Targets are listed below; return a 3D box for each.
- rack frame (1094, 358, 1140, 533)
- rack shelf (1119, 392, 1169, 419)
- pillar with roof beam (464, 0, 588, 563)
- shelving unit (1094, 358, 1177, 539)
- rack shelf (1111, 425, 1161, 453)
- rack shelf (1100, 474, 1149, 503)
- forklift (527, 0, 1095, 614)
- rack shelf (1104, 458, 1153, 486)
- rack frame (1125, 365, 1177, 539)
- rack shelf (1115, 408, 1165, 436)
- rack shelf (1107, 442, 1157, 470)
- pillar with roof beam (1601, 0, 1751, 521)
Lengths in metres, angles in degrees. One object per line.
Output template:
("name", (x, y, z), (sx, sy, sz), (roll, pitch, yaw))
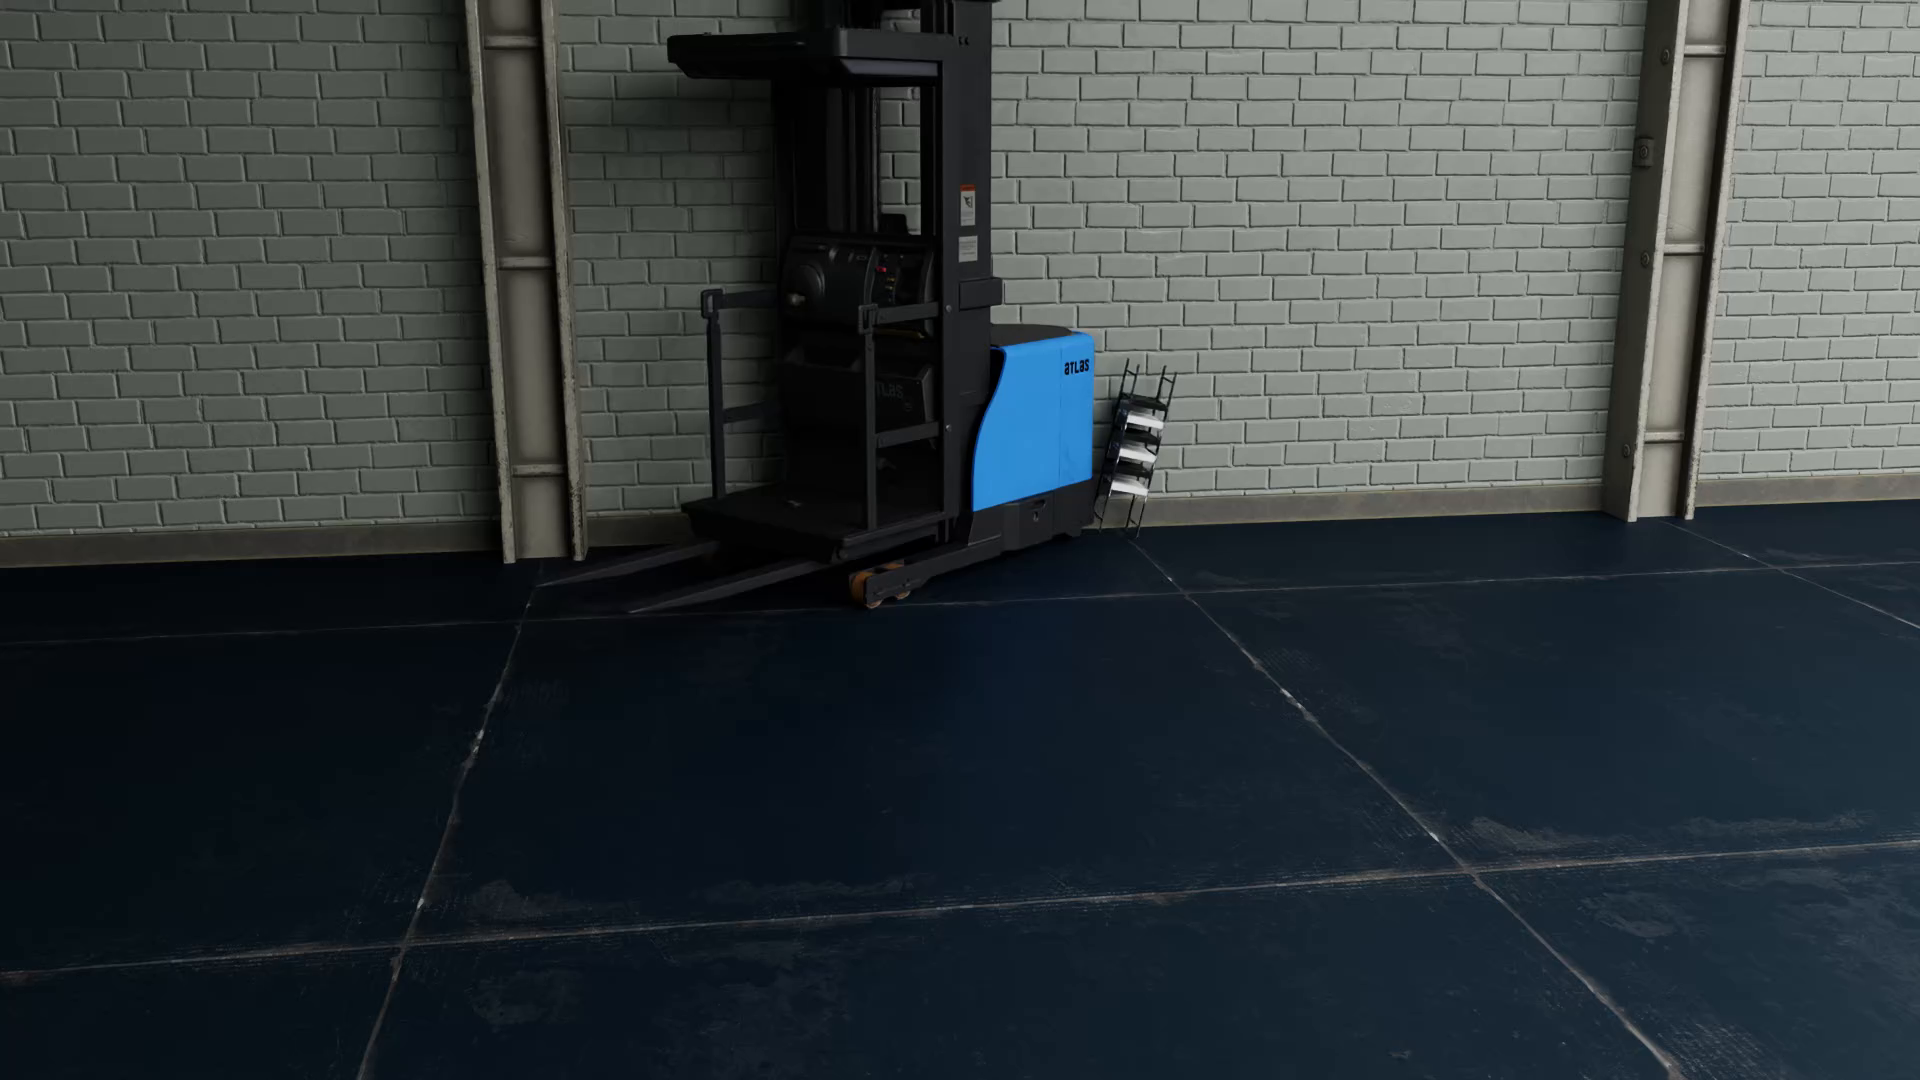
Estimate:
("rack frame", (0.808, -0.497, 8.714), (0.006, 0.900, 0.240), (10, 12, -11))
("rack shelf", (0.955, -0.707, 8.684), (0.200, 0.077, 0.258), (10, 12, -11))
("pillar with roof beam", (-1.456, -3.258, 3.212), (0.400, 9.000, 9.100), (-2, 14, -8))
("shelving unit", (0.906, -0.480, 8.733), (0.210, 0.900, 0.258), (10, 12, -11))
("rack shelf", (0.918, -0.534, 8.721), (0.200, 0.077, 0.258), (10, 12, -11))
("rack shelf", (0.862, -0.276, 8.778), (0.200, 0.077, 0.258), (10, 12, -11))
("forklift", (-0.617, -1.250, 7.681), (1.130, 2.935, 3.031), (11, 18, 38))
("rack shelf", (0.880, -0.362, 8.759), (0.200, 0.077, 0.258), (10, 12, -11))
("rack frame", (1.004, -0.463, 8.753), (0.006, 0.900, 0.240), (10, 12, -11))
("rack shelf", (0.936, -0.621, 8.703), (0.200, 0.077, 0.258), (10, 12, -11))
("rack shelf", (0.899, -0.448, 8.740), (0.200, 0.077, 0.258), (10, 12, -11))
("pillar with roof beam", (4.477, -3.475, 4.079), (0.400, 9.000, 9.100), (-2, 14, -8))
